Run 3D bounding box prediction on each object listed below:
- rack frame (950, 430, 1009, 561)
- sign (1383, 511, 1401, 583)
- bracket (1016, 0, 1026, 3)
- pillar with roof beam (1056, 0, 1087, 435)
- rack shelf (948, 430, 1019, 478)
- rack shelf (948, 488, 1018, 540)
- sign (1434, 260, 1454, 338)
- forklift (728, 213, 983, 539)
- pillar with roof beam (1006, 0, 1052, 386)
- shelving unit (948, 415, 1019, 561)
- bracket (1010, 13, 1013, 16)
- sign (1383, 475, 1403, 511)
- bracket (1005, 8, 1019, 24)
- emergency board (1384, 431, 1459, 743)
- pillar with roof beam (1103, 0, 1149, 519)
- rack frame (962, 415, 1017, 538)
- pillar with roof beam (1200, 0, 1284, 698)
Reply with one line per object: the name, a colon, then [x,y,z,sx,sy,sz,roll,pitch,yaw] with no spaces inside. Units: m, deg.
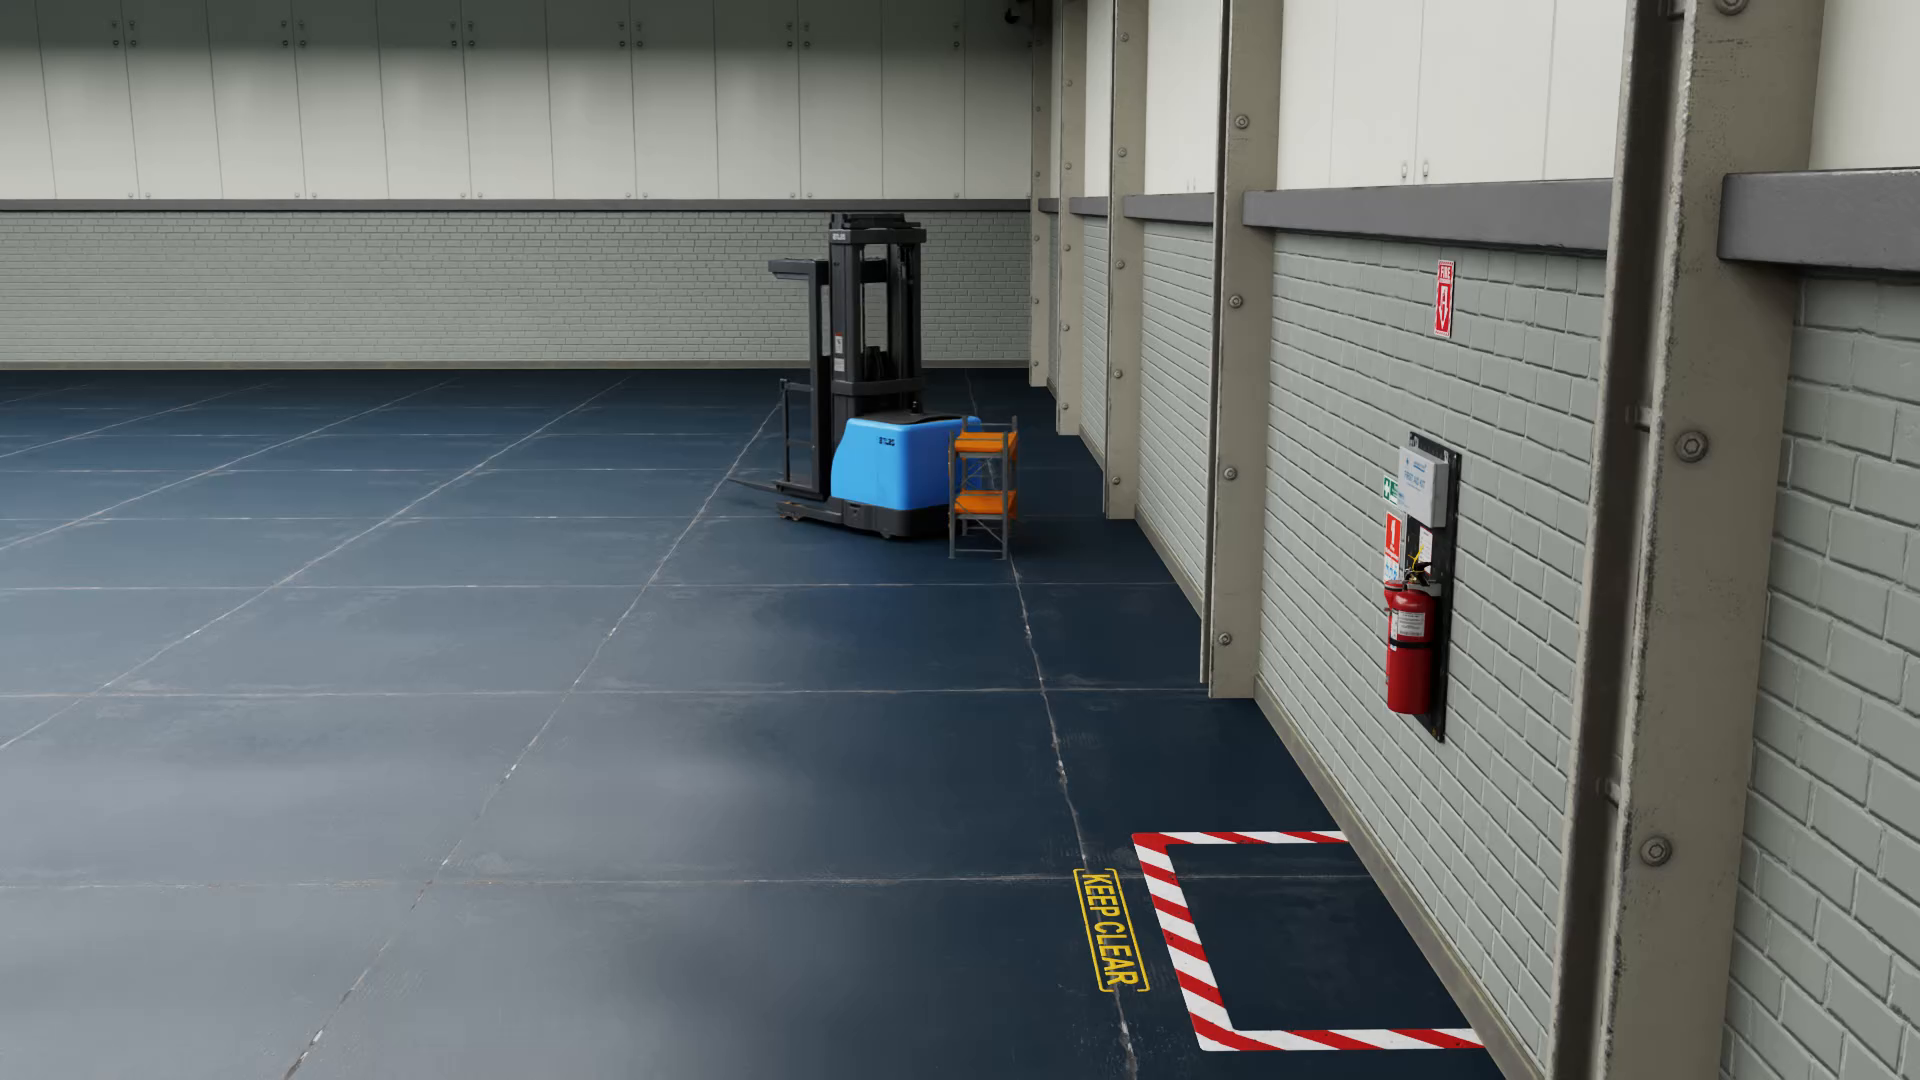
rack frame: [0.164,-0.381,14.300,0.500,1.125,0.032,1,12,6]
sign: [1.914,0.051,7.366,0.001,0.329,0.234,0,11,-1]
bracket: [0.993,-8.721,26.551,0.235,0.232,0.430,0,11,-1]
pillar with roof beam: [-2.840,-5.830,21.356,9.100,9.000,0.400,0,11,-1]
rack shelf: [0.218,-0.769,14.737,0.538,0.278,1.000,1,12,6]
rack shelf: [0.218,-0.242,14.844,0.538,0.278,1.000,1,12,6]
sign: [1.922,-0.959,6.605,0.001,0.298,0.199,0,11,-1]
forklift: [-1.148,-1.681,16.162,1.130,2.935,3.031,-10,15,-41]
pillar with roof beam: [-2.964,-7.023,27.235,9.100,9.000,0.548,0,11,-1]
shelving unit: [0.218,-0.482,14.795,0.538,1.125,1.048,1,12,6]
bracket: [0.939,-9.240,29.107,0.076,0.066,3.189,0,11,-1]
sign: [1.906,-0.208,7.308,0.001,0.109,0.331,0,11,-1]
bracket: [0.927,-9.357,29.686,0.235,0.232,0.430,0,11,-1]
emergency board: [1.823,0.179,6.825,0.194,1.169,0.643,0,11,-1]
pillar with roof beam: [-2.716,-4.638,15.477,9.100,9.000,0.400,0,11,-1]
rack frame: [0.271,-0.582,15.291,0.500,1.125,0.032,1,12,6]
pillar with roof beam: [-2.592,-3.445,9.598,9.100,9.000,0.400,0,11,-1]
